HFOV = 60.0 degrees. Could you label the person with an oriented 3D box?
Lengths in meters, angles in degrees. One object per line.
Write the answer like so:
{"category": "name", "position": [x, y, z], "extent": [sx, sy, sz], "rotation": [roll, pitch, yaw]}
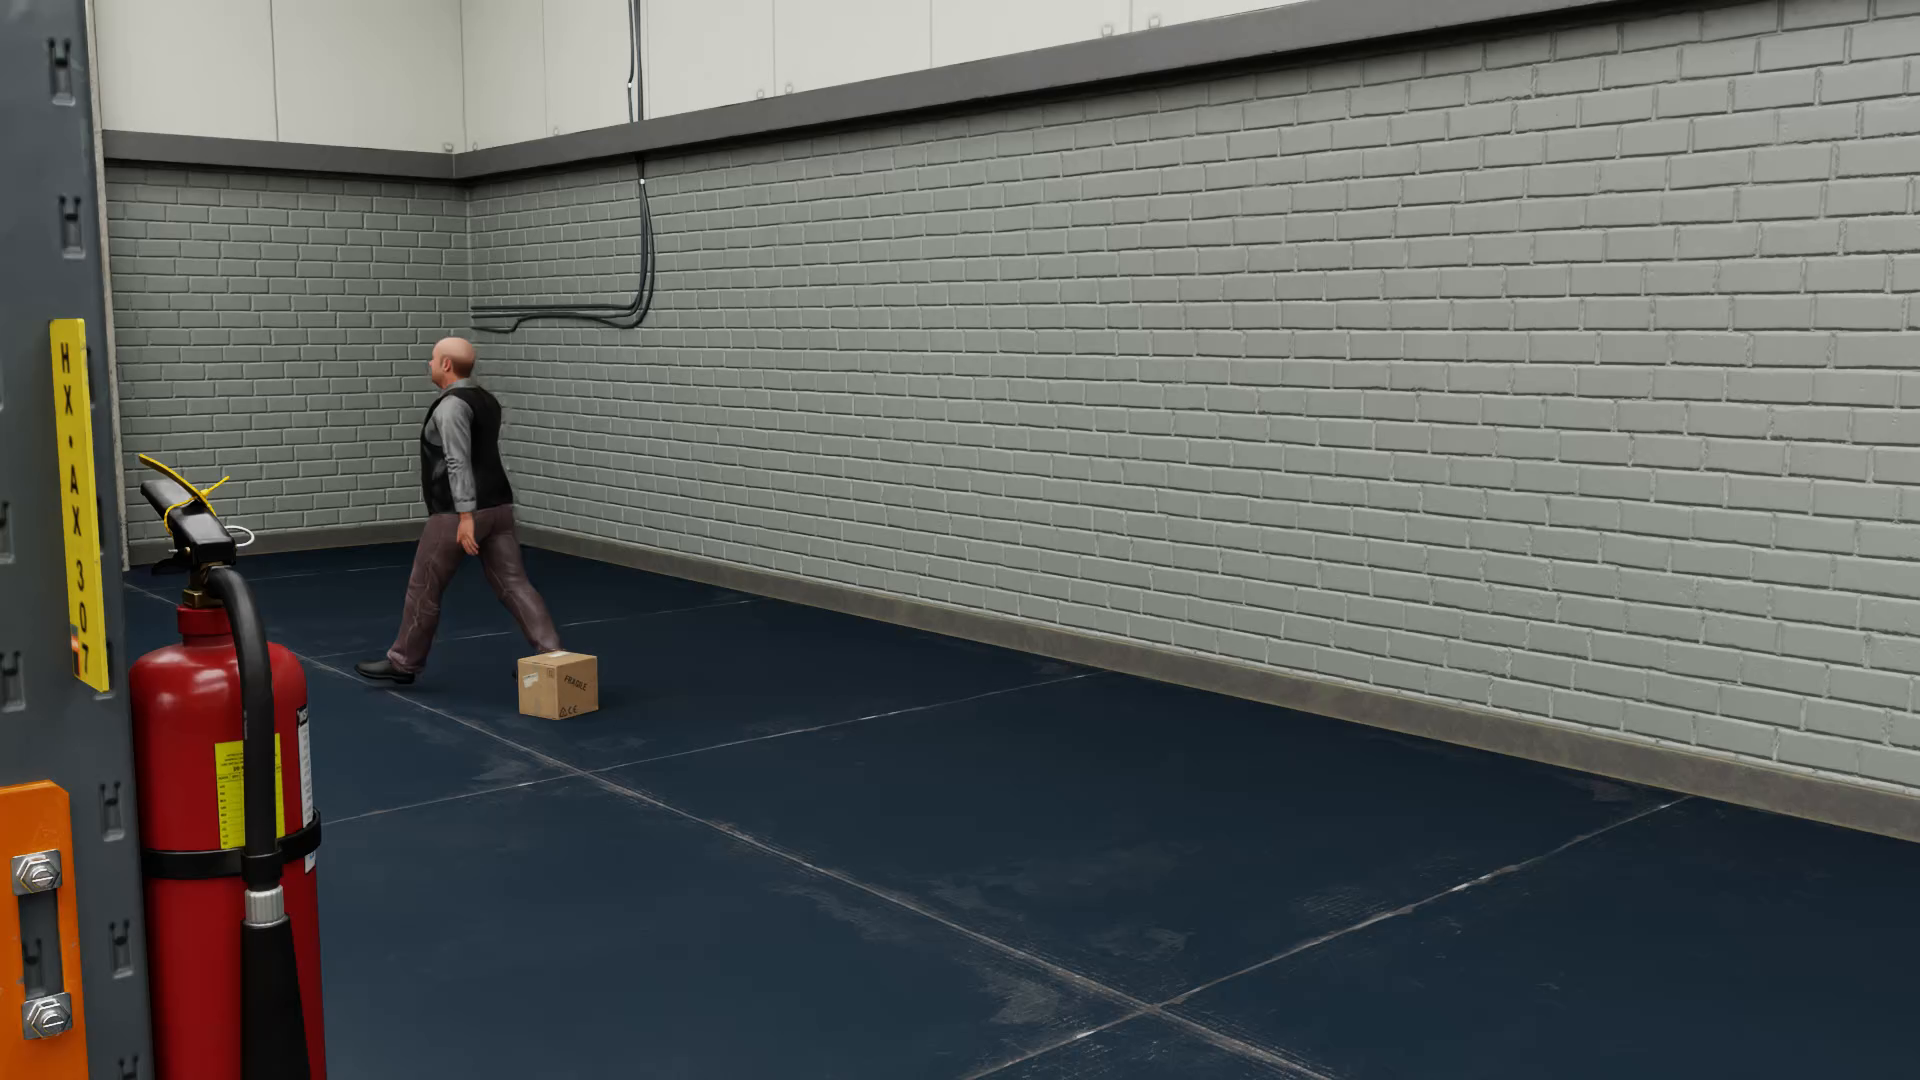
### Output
{"category": "person", "position": [-2.375, -0.133, 7.935], "extent": [1.069, 1.660, 0.543], "rotation": [2, 8, 16]}
